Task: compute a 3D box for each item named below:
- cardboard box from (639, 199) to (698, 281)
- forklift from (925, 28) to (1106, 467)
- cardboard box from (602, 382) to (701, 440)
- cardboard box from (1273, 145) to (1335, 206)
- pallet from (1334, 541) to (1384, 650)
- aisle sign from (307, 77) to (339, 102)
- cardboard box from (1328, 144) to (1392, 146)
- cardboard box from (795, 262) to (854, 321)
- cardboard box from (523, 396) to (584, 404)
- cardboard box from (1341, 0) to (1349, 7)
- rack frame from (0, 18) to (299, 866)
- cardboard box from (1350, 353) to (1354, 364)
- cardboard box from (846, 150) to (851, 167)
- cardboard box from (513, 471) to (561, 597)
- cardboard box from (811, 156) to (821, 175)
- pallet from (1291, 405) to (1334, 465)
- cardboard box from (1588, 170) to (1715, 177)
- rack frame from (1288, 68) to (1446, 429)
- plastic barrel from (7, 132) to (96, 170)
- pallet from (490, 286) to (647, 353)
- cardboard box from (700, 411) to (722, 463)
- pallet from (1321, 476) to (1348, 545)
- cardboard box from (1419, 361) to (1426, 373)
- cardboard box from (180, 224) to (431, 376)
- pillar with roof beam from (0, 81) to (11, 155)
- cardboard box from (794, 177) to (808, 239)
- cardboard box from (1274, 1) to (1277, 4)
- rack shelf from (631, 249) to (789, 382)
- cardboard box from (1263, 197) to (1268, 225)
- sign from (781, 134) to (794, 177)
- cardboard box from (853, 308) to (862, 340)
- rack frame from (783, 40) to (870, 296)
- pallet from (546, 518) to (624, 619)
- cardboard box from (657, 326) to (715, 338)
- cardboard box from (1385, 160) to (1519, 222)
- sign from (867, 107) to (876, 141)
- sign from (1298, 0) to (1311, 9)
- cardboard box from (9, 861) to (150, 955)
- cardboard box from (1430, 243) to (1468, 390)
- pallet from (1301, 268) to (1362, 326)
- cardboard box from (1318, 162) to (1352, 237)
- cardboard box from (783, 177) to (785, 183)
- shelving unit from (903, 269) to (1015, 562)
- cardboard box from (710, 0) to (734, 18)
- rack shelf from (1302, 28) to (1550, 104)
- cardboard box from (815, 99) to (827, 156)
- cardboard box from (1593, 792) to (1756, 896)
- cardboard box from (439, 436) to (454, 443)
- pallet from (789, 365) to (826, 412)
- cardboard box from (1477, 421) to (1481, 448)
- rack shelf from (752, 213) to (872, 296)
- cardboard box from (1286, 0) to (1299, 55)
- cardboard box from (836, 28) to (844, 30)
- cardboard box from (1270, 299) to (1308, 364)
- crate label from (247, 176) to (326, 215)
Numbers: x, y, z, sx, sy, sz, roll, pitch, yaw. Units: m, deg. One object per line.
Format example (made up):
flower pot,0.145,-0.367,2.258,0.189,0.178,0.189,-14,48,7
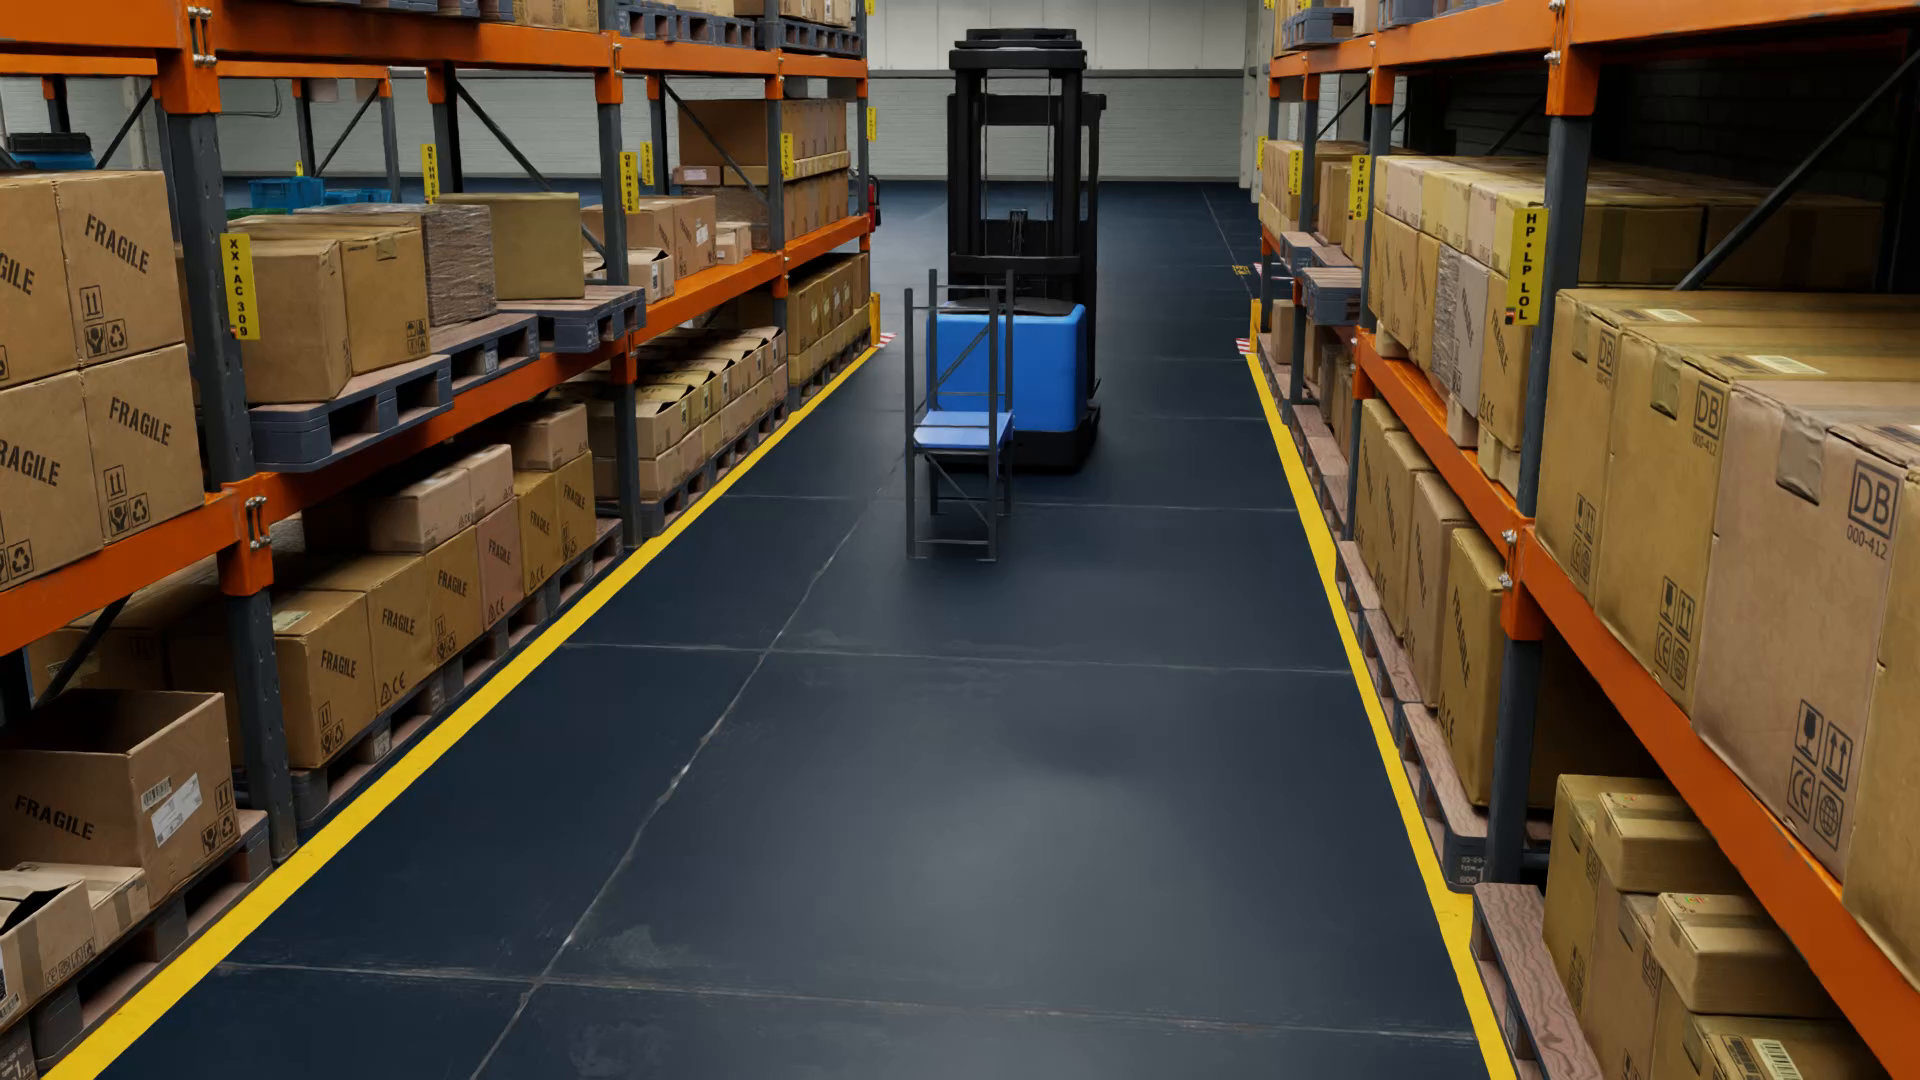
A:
cardboard box,-2.094,-2.039,11.266,0.500,0.500,0.500,2,15,6
forklift,0.491,-2.248,12.362,1.130,2.935,3.031,2,15,8
cardboard box,-1.925,-0.829,10.369,0.500,0.311,0.500,1,15,5
cardboard box,2.969,-3.137,14.330,0.500,0.500,0.500,2,15,8
pallet,2.432,0.274,8.243,1.003,0.211,1.213,2,15,6
aisle sign,-6.628,-4.923,17.141,0.394,0.787,0.004,2,15,6
cardboard box,3.536,-3.255,14.766,0.500,0.500,0.500,1,15,5
cardboard box,-1.287,-2.324,15.535,0.500,0.500,0.500,2,15,6
cardboard box,-2.512,-0.708,9.923,0.500,0.311,0.500,2,15,8
cardboard box,2.906,-3.871,11.489,0.500,0.500,0.500,4,16,14
rack frame,-2.778,-0.382,5.326,1.000,3.000,0.127,2,15,6
cardboard box,2.879,-1.238,11.005,0.500,0.250,0.500,1,15,5
cardboard box,-1.278,-3.751,16.352,0.380,0.149,0.250,1,15,5
cardboard box,-2.258,-0.041,8.013,0.500,0.500,0.500,1,15,4
cardboard box,-1.451,-3.348,14.864,0.380,0.149,0.250,1,15,5
pallet,2.961,-0.763,12.081,1.003,0.211,1.213,2,15,6
cardboard box,2.622,-1.313,6.535,0.500,0.250,0.500,1,15,5
rack frame,3.047,-2.311,12.464,1.000,3.000,0.127,2,15,6
plastic barrel,-7.141,-2.754,13.140,0.600,0.901,0.708,2,15,6
pallet,-2.333,-1.148,8.530,1.213,0.211,1.003,2,15,6
cardboard box,-1.867,-0.687,10.919,0.500,0.250,0.500,1,15,5
pallet,2.686,-0.131,9.741,1.003,0.211,1.213,2,15,6
cardboard box,2.251,-0.816,7.376,0.380,0.149,0.250,2,15,7
cardboard box,-2.488,-0.929,6.355,0.700,0.500,0.500,4,16,15
pillar with roof beam,-20.034,-13.064,40.734,9.100,9.000,0.400,2,15,6
cardboard box,-1.718,-2.887,14.400,0.700,0.500,0.500,2,15,7
cardboard box,3.214,-5.245,15.420,0.500,0.500,0.500,1,15,2
rack shelf,-2.101,-1.590,11.175,1.077,0.370,4.000,2,15,6
cardboard box,3.084,-3.034,15.384,0.500,0.250,0.500,1,15,5
sign,-1.335,-2.964,12.809,0.100,0.325,0.005,2,15,6
cardboard box,-1.235,-2.091,16.113,0.500,0.250,0.500,2,15,6
rack frame,-1.424,-3.494,16.837,1.000,3.000,0.127,2,15,6
pallet,-2.448,0.120,8.815,1.003,0.211,1.213,2,15,6
cardboard box,-2.169,-1.503,12.861,0.500,0.311,0.500,2,15,6
cardboard box,2.229,-1.588,7.552,0.500,0.250,0.500,1,15,5
sign,-0.886,-4.148,16.582,0.100,0.325,0.005,2,15,6
sign,2.507,-4.023,12.057,0.100,0.325,0.005,2,15,6
cardboard box,-2.543,1.037,4.698,0.380,0.149,0.250,2,15,6
cardboard box,2.059,-0.828,6.178,0.500,0.500,0.500,2,15,6
pallet,2.570,-1.369,9.347,1.213,0.211,1.003,2,15,6
cardboard box,2.956,-2.441,11.909,0.700,0.500,0.500,2,15,6
cardboard box,-1.624,-2.947,13.379,0.380,0.149,0.250,2,15,7
shelving unit,0.010,-0.746,9.548,0.538,1.500,1.048,2,15,6
cardboard box,-1.954,-3.875,11.983,0.500,0.250,0.500,3,15,12
rack shelf,2.822,-2.893,10.248,1.077,0.370,4.000,2,15,6
cardboard box,-1.605,-3.767,15.168,0.700,0.500,0.500,2,15,6
cardboard box,1.738,0.729,3.963,0.380,0.149,0.250,2,15,8
cardboard box,-2.662,-0.315,9.027,0.500,0.500,0.500,2,15,9
pallet,-1.744,-1.315,14.122,1.003,0.211,1.213,2,15,6
cardboard box,1.980,-0.353,5.664,0.380,0.149,0.250,2,15,8
rack shelf,-1.650,-2.628,15.012,1.077,0.370,4.000,2,15,6
cardboard box,2.953,-4.231,13.587,0.500,0.500,0.500,1,15,4
cardboard box,-1.493,-5.113,15.808,0.797,0.503,0.637,3,15,10
cardboard box,3.134,-1.841,14.670,0.700,0.500,0.500,1,15,3
crate label,-6.284,-3.172,15.580,0.502,0.435,0.616,2,15,6
